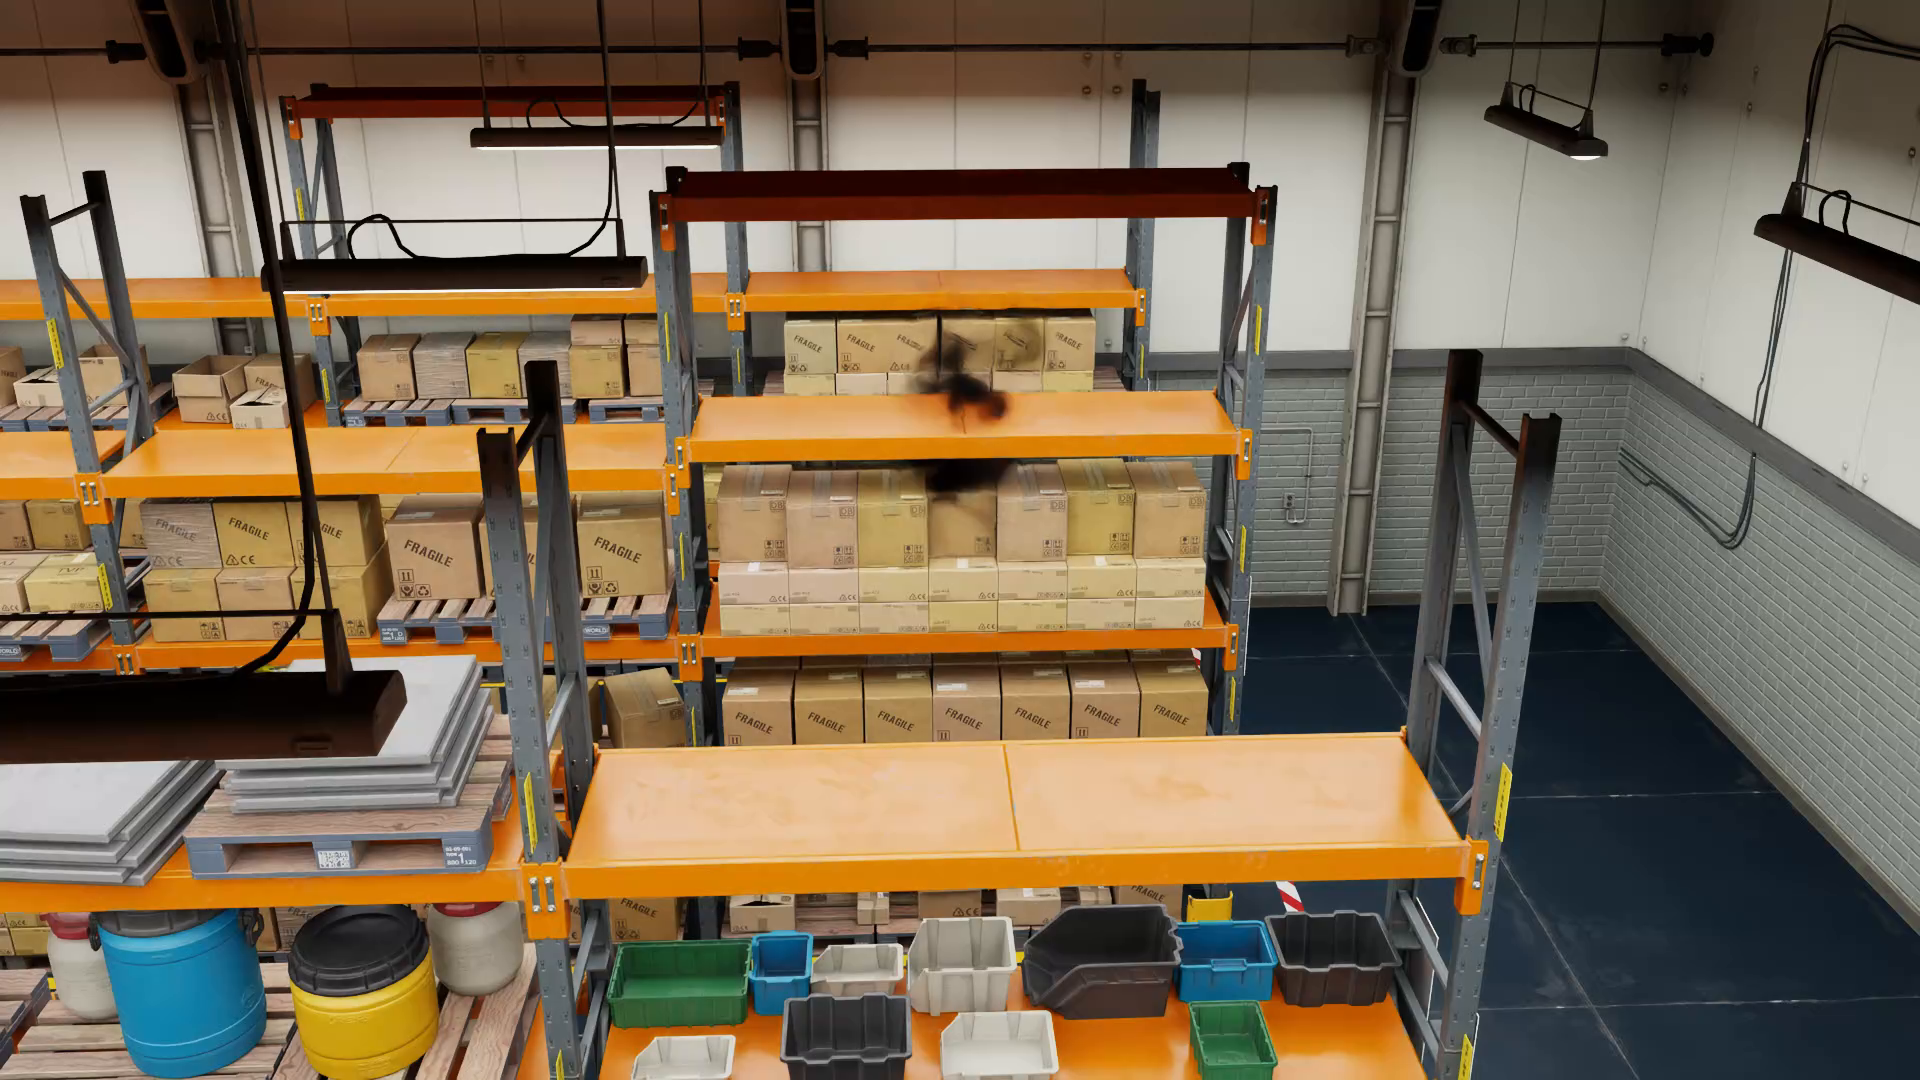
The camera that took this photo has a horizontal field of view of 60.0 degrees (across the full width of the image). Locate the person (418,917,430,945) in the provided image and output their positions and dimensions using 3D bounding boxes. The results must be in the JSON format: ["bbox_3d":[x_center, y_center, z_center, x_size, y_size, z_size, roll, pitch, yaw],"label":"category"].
[{"bbox_3d":[-3.437,3.204,11.151,0.899,1.614,0.560,-3,22,-7],"label":"person"}]

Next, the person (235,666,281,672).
[{"bbox_3d":[-5.938,1.756,14.603,0.700,1.718,0.740,0,22,-1],"label":"person"}]
